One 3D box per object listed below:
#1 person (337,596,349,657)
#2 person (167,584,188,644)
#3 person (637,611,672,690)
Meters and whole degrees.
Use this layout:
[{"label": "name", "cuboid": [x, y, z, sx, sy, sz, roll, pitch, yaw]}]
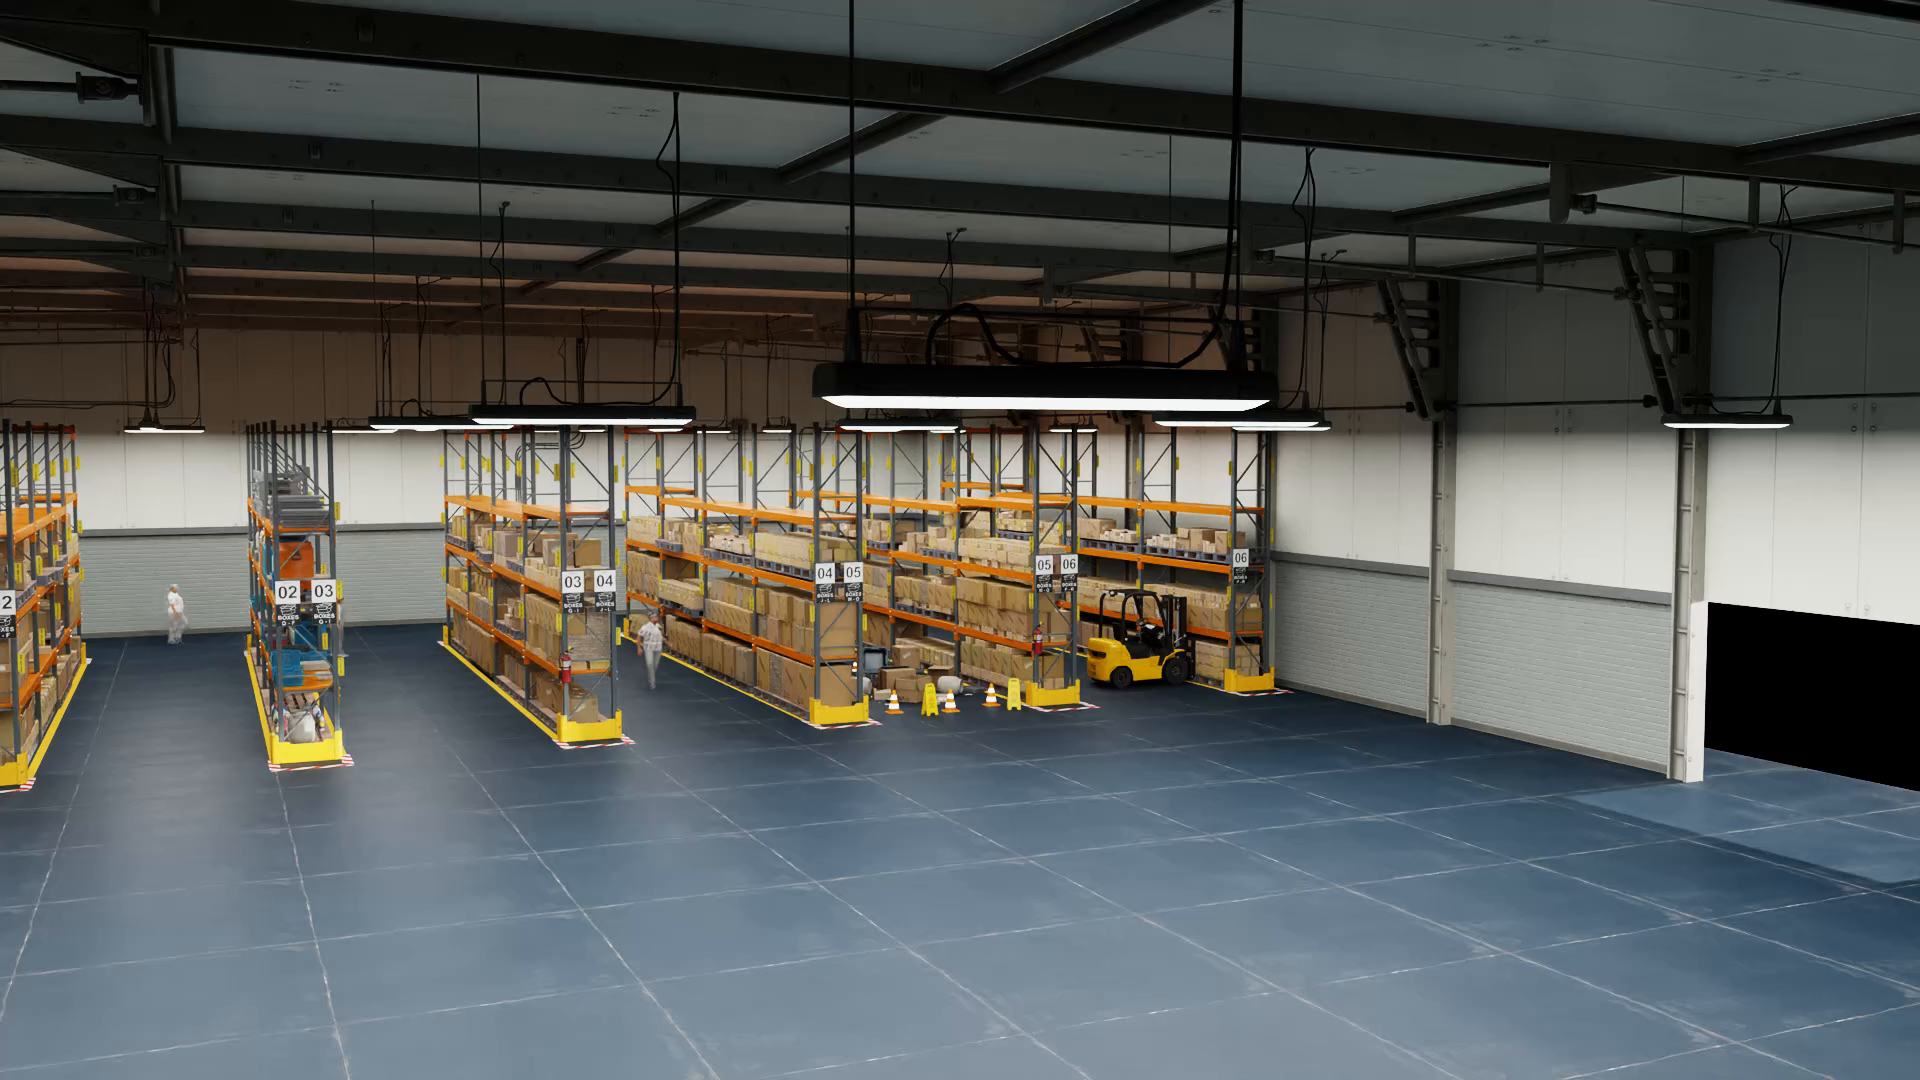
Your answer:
[{"label": "person", "cuboid": [-16.028, 2.222, 43.028, 0.366, 1.598, 0.478, -2, 4, -28]}, {"label": "person", "cuboid": [-21.523, 2.042, 45.704, 0.503, 1.682, 0.500, -1, 4, -14]}, {"label": "person", "cuboid": [-7.002, 2.494, 37.993, 0.766, 1.770, 0.995, -2, 4, -25]}]
